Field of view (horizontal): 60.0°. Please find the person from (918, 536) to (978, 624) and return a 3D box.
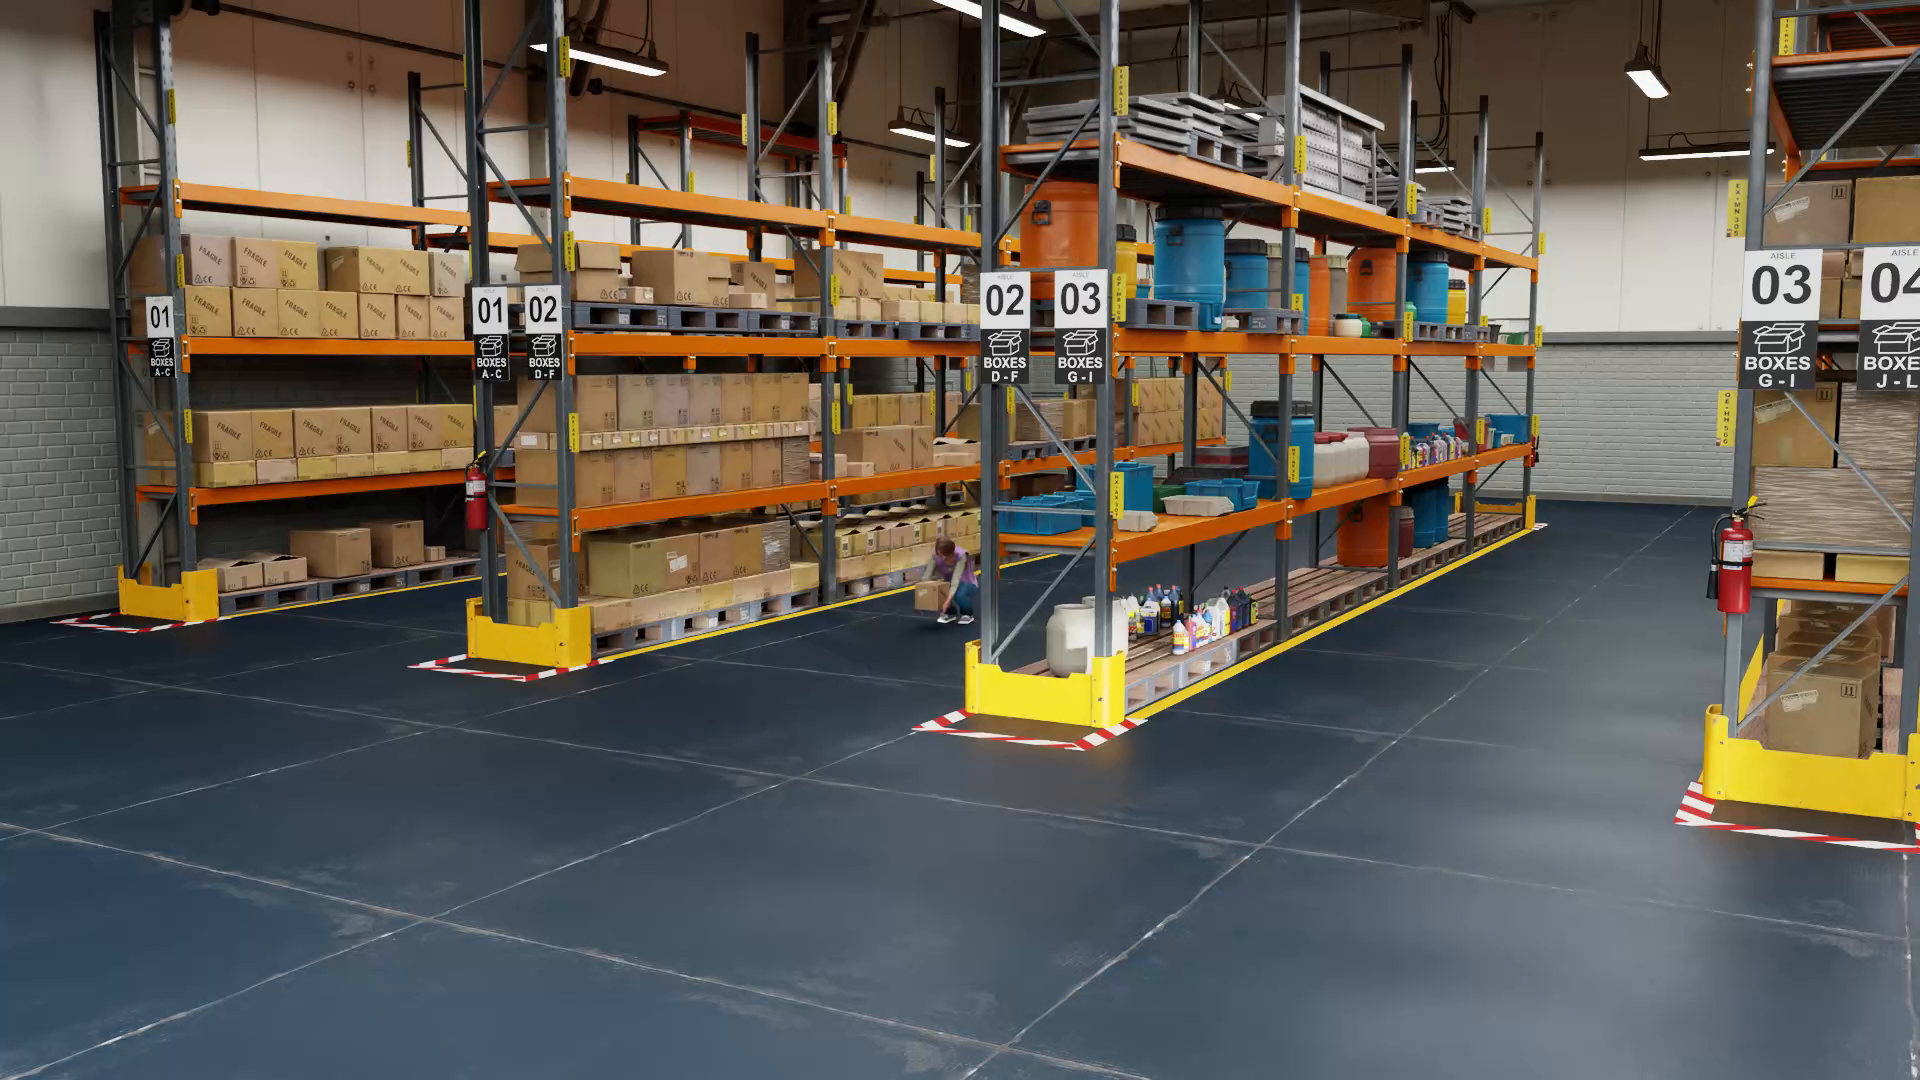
[{"bbox_3d":[-0.103,0.396,16.282,0.448,0.881,0.810,3,7,28],"label":"person"}]
